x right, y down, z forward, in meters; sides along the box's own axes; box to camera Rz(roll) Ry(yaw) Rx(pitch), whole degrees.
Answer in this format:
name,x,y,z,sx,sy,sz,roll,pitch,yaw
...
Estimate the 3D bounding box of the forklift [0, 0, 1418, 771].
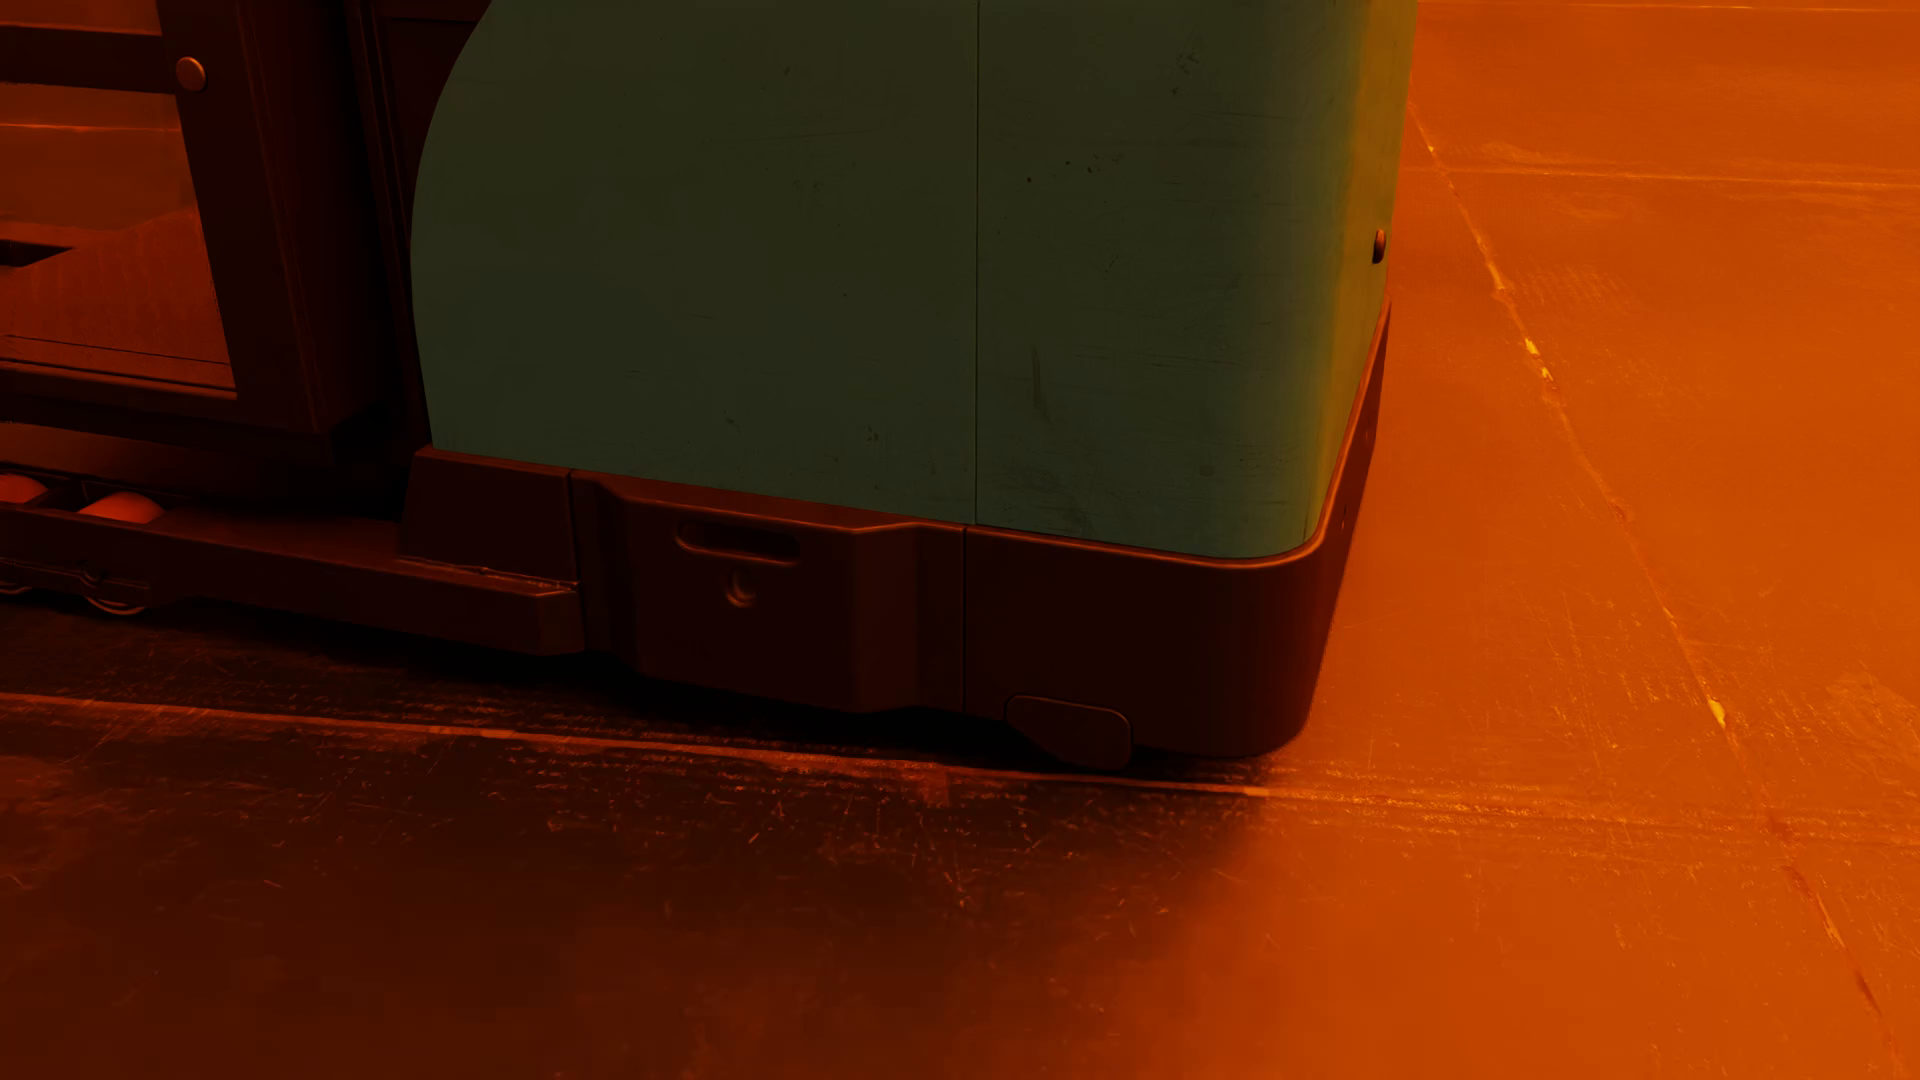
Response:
name,x,y,z,sx,sy,sz,roll,pitch,yaw
forklift,-0.916,-1.422,2.067,3.031,2.935,1.130,8,28,16
